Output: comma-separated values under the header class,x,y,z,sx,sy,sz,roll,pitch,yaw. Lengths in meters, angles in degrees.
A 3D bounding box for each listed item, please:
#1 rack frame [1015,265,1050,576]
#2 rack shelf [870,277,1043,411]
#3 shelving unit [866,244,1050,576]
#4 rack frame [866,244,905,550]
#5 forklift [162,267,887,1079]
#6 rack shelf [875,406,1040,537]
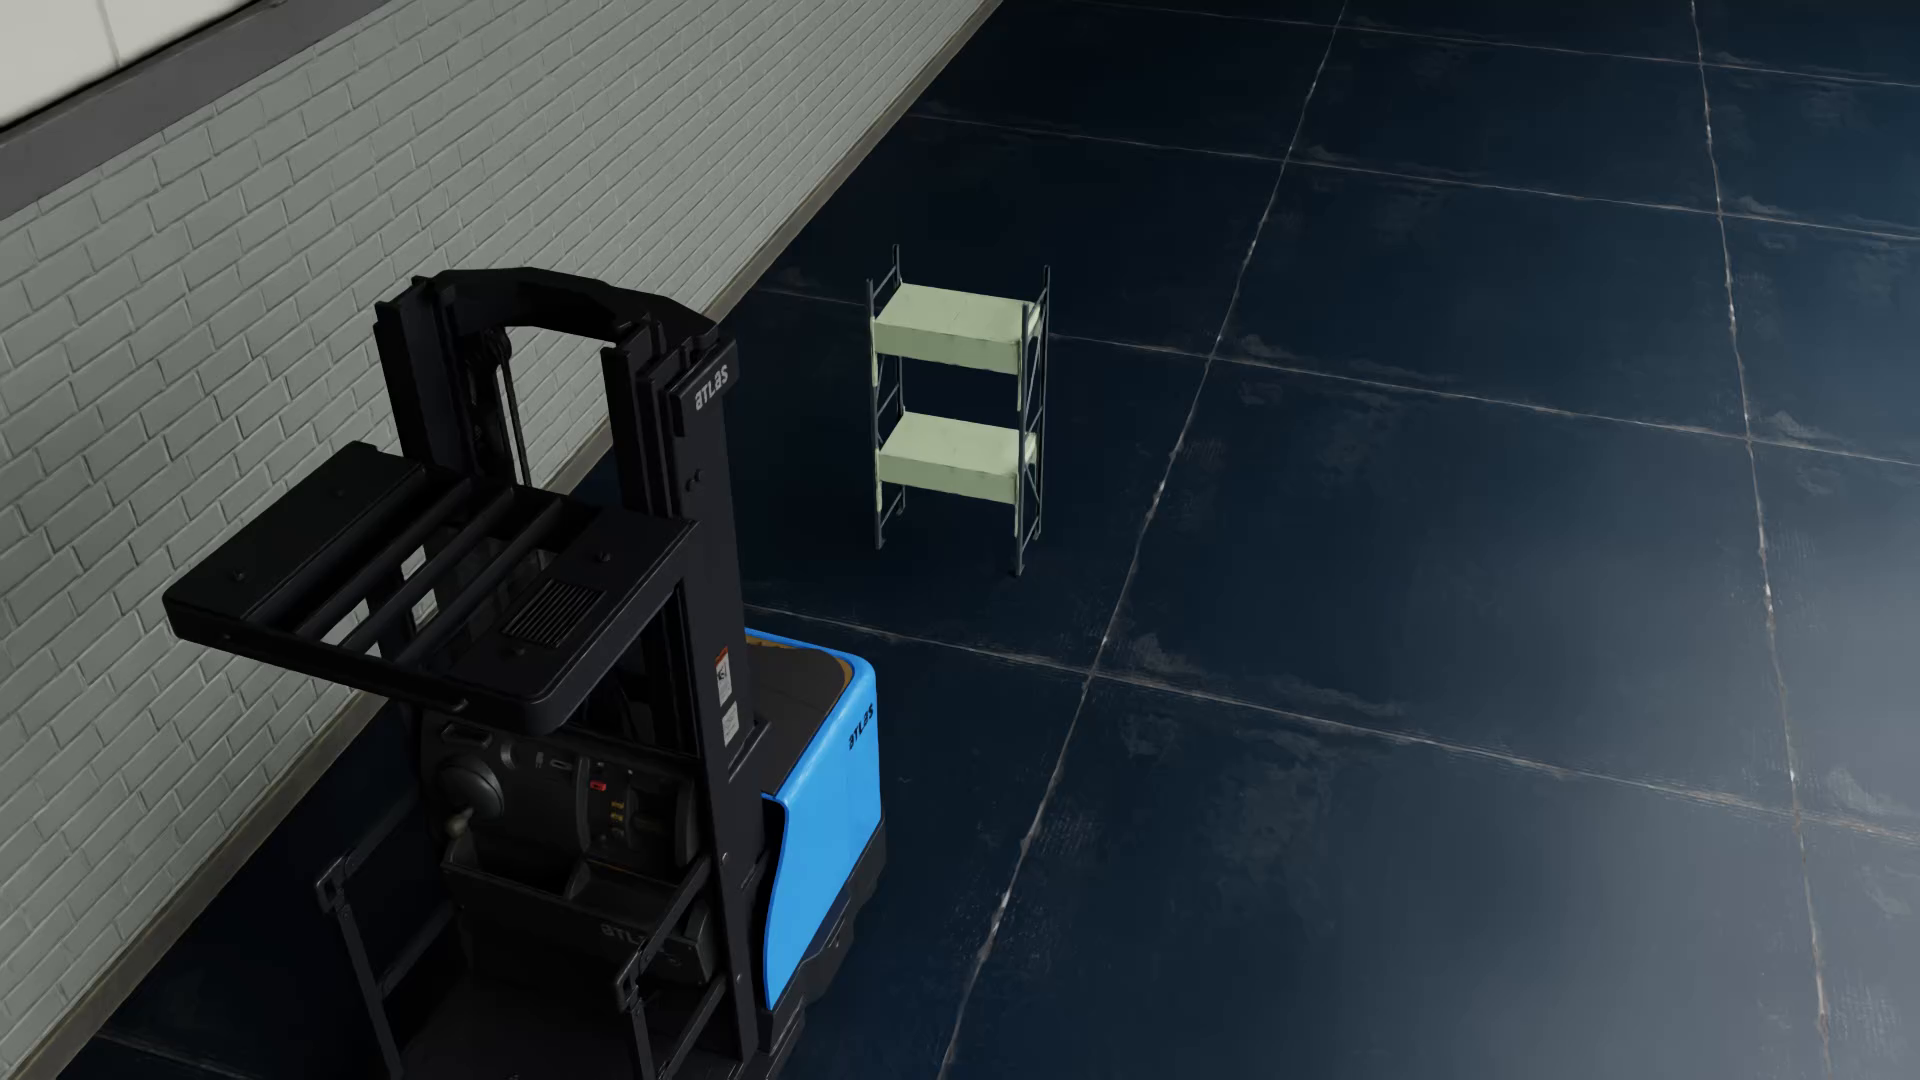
class,x,y,z,sx,sy,sz,roll,pitch,yaw
rack frame,0.343,-0.541,7.904,0.023,1.500,0.400,10,38,14
rack shelf,-0.006,-0.919,7.761,0.720,0.370,0.431,10,38,14
shelving unit,-0.006,-0.605,7.992,0.755,1.500,0.431,10,38,14
rack frame,-0.356,-0.670,8.080,0.023,1.500,0.400,10,38,14
forklift,-1.289,0.831,4.833,1.130,2.935,3.031,13,38,17
rack shelf,-0.006,-0.343,8.185,0.720,0.370,0.431,10,38,14
